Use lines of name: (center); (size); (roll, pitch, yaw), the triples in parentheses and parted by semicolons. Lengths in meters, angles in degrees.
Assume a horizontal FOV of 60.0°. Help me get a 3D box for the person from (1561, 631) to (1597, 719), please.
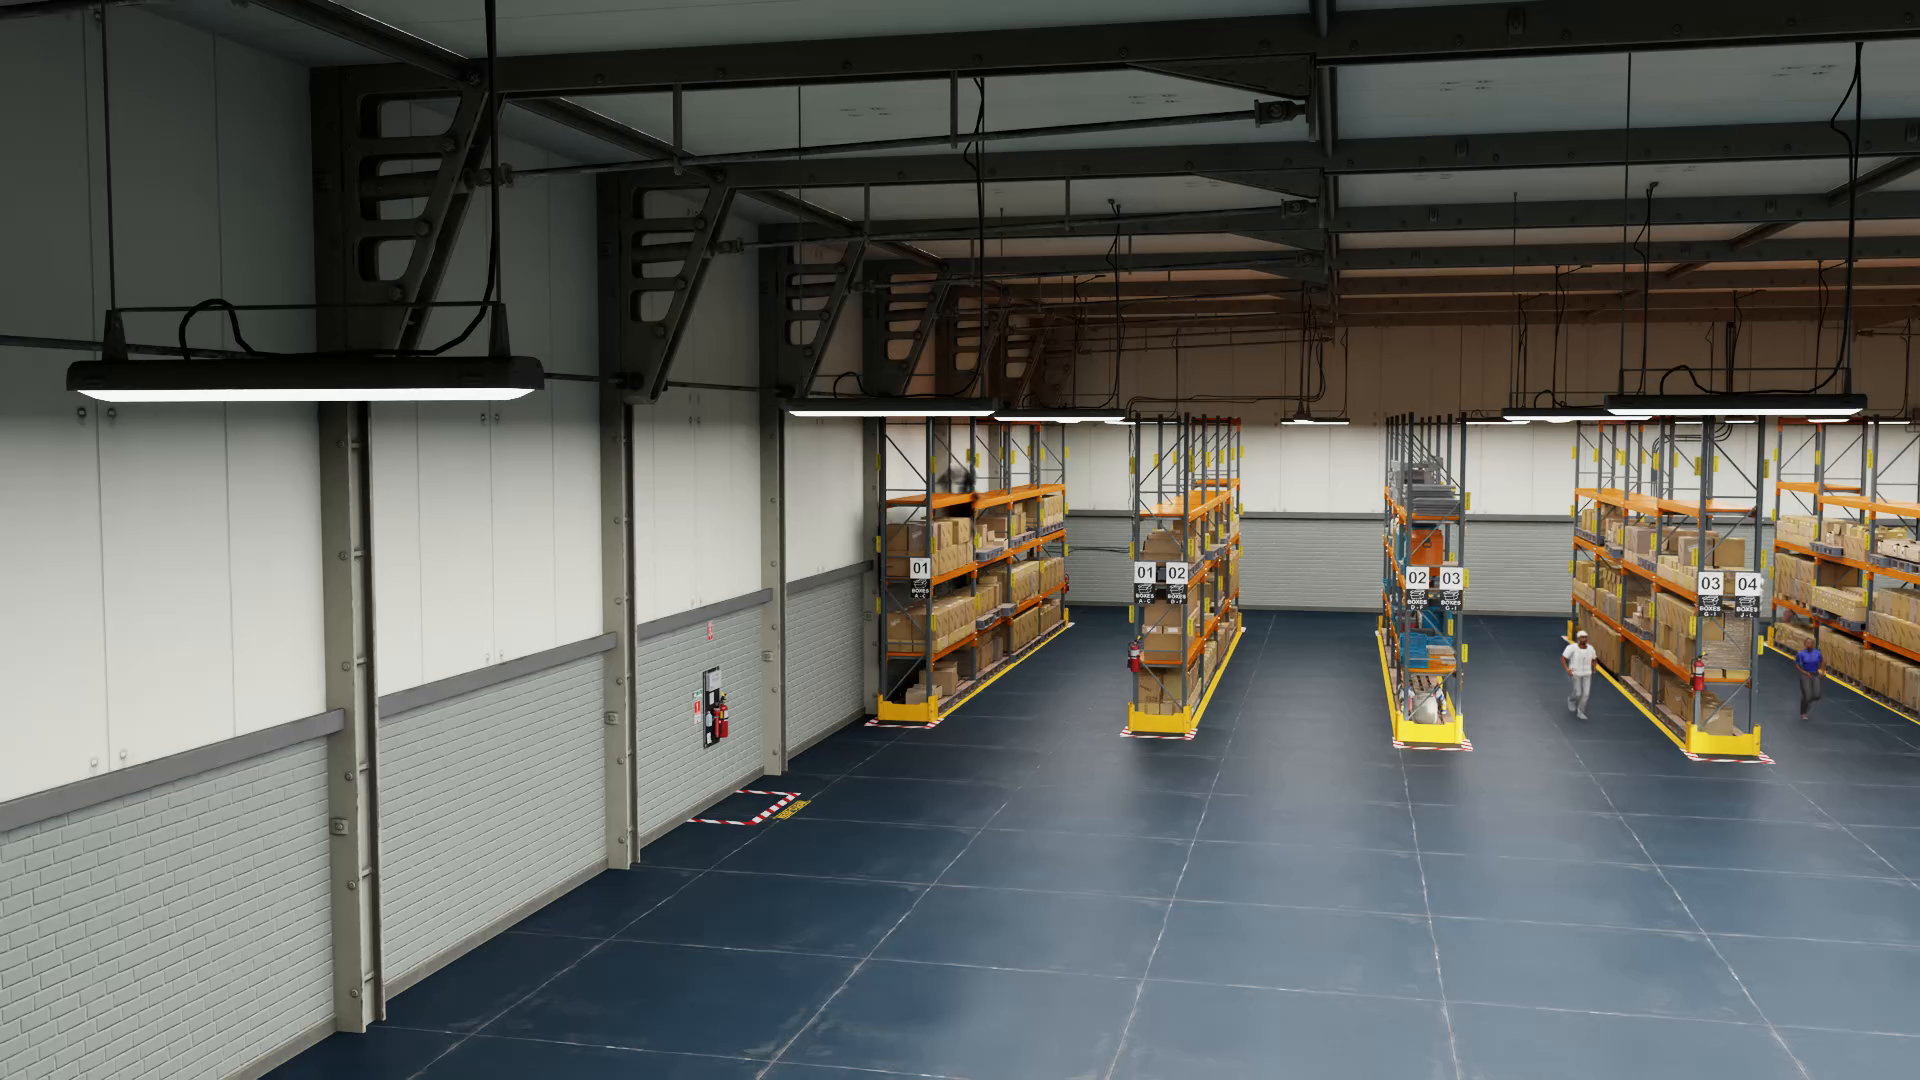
person: (12.239, 2.643, 32.838); (0.706, 1.731, 0.629); (0, 4, 2)

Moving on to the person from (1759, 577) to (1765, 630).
person: (21.439, 1.837, 44.988); (0.550, 1.683, 0.725); (2, 4, 26)

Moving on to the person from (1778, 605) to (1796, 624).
person: (22.304, 1.899, 44.643); (0.598, 1.625, 0.582); (1, 4, 16)

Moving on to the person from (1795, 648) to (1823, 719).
person: (16.666, 2.813, 32.656); (0.542, 1.421, 0.529); (1, 4, 9)
